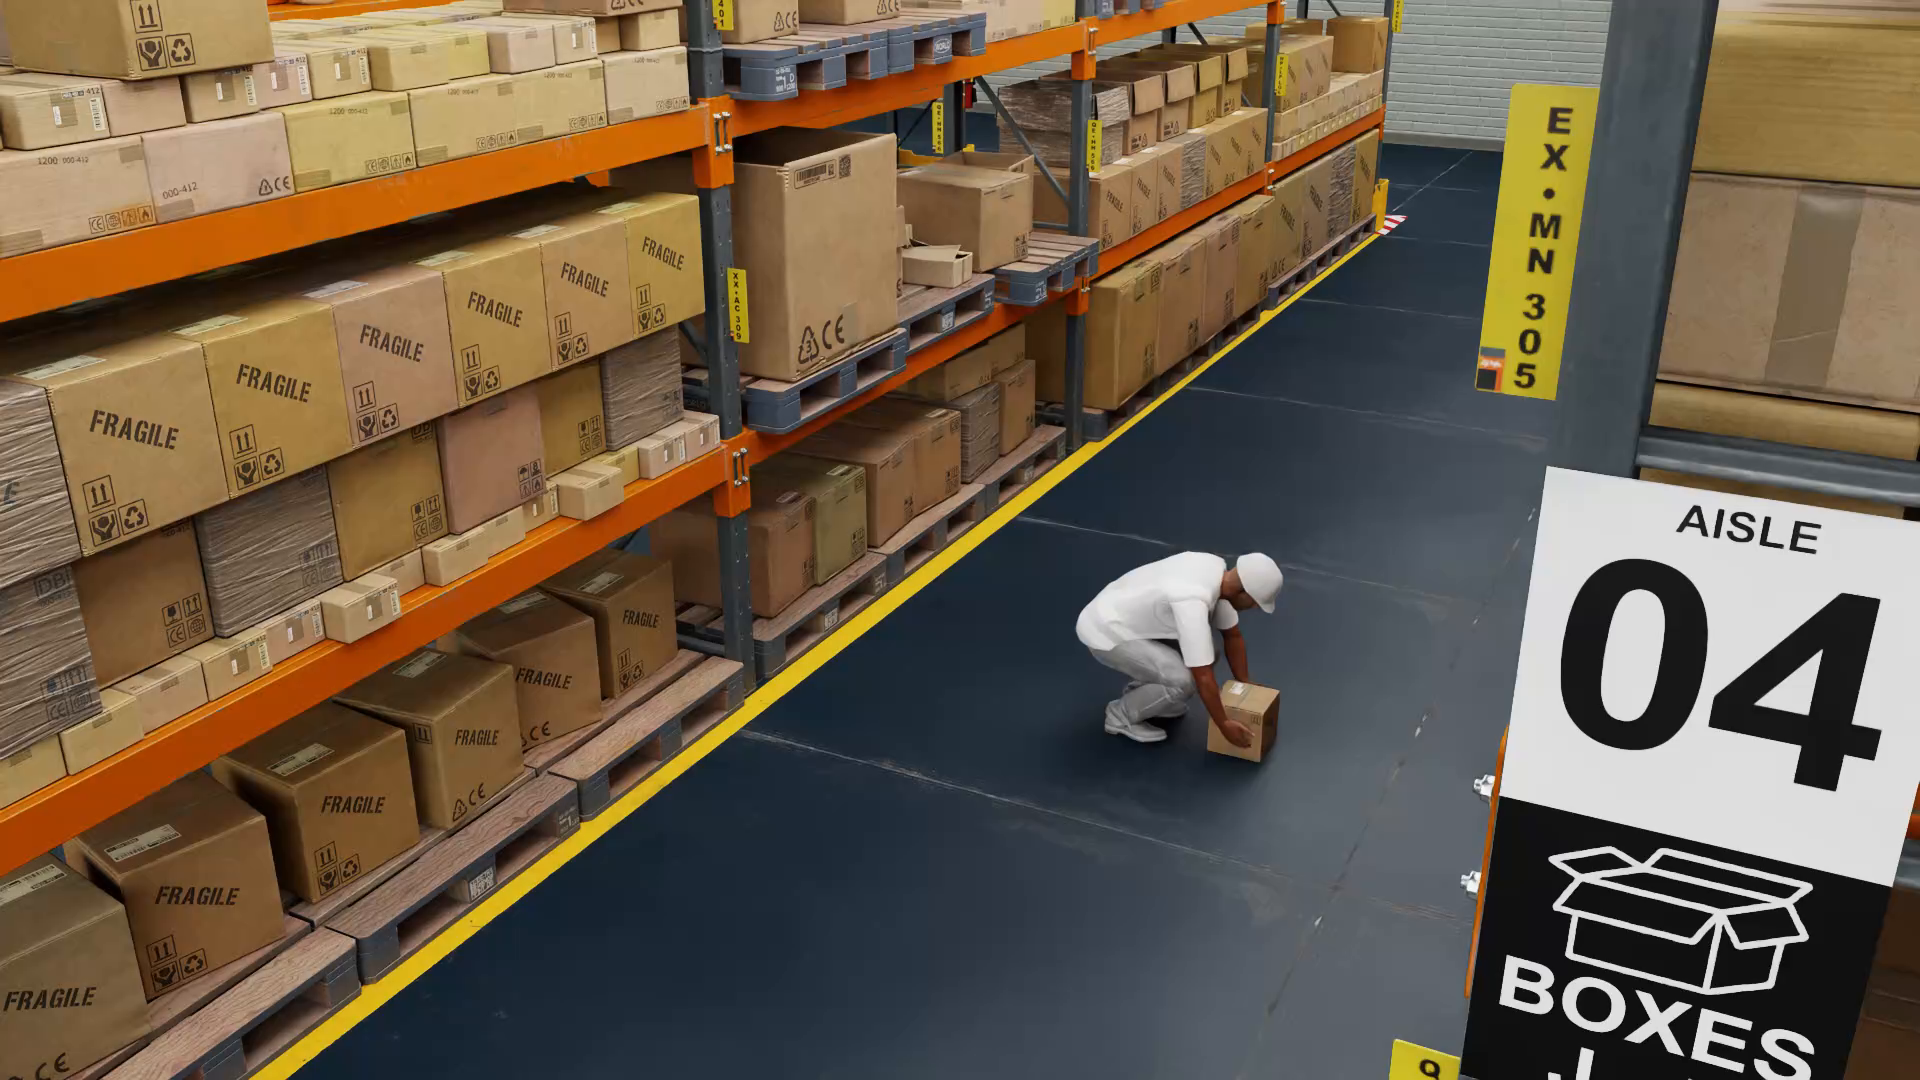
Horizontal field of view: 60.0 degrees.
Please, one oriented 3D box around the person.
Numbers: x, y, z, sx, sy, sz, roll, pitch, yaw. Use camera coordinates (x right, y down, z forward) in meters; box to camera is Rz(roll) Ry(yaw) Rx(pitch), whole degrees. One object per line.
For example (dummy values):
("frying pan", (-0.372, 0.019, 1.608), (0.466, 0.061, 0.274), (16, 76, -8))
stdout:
("person", (1.006, 0.453, 7.605), (0.896, 0.903, 0.568), (11, 25, 25))
